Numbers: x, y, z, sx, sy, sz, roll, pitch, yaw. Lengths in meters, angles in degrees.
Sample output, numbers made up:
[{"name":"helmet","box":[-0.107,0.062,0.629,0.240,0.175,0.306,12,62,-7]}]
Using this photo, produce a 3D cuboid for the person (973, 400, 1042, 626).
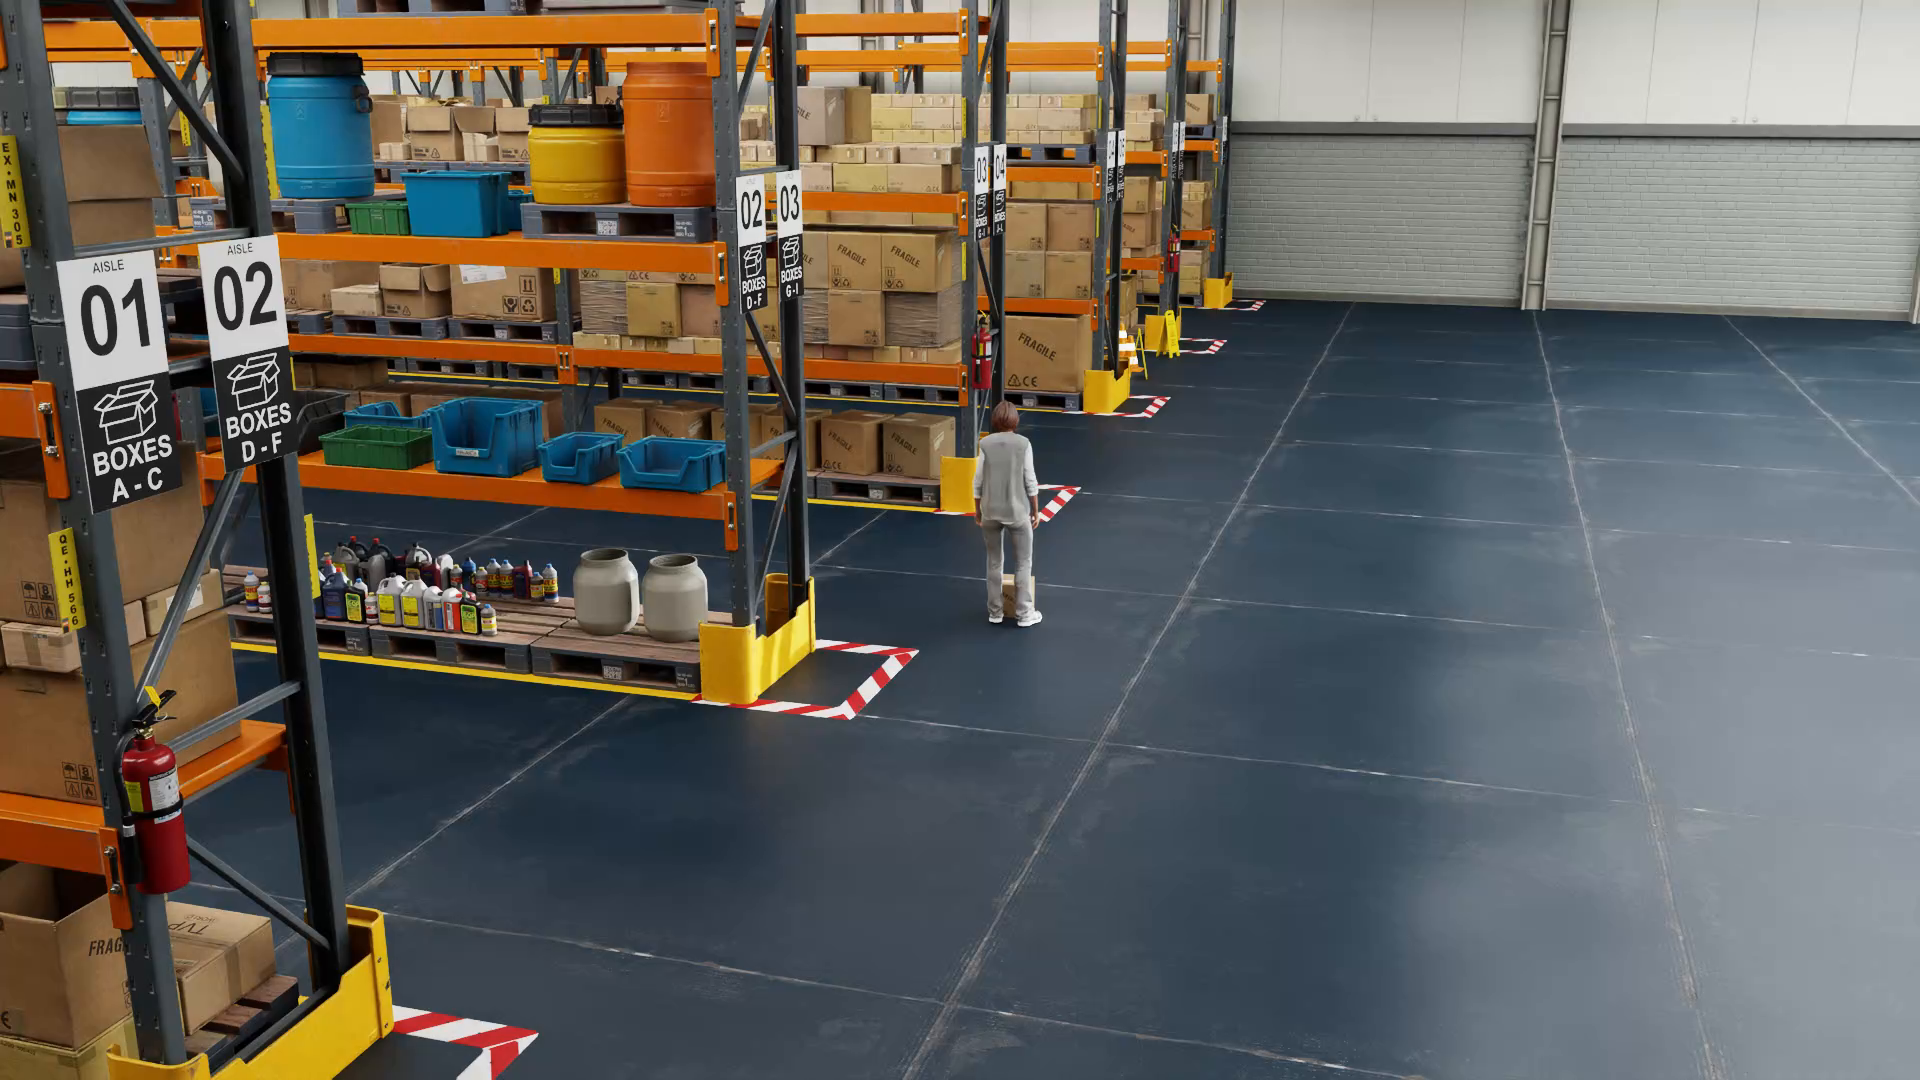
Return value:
[{"name":"person","box":[0.330,-0.181,11.702,0.482,1.594,0.369,4,16,14]}]
